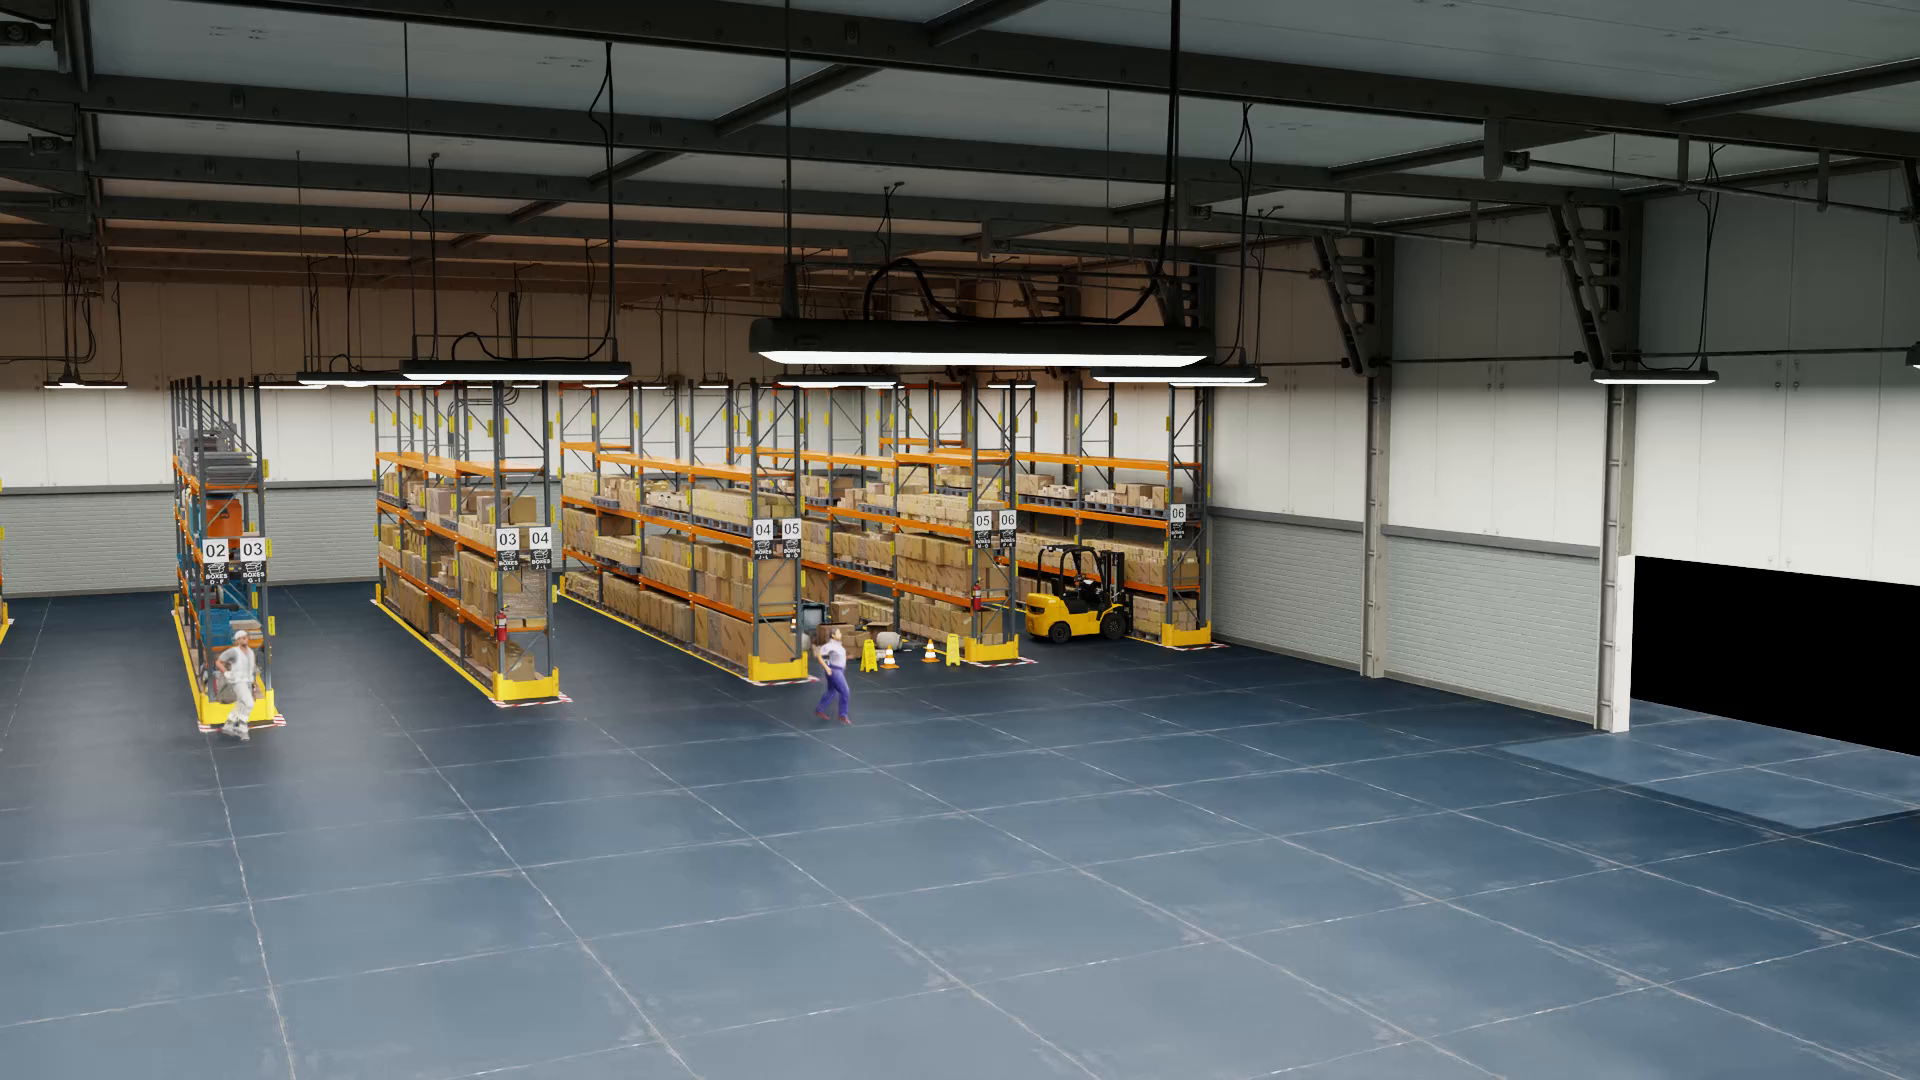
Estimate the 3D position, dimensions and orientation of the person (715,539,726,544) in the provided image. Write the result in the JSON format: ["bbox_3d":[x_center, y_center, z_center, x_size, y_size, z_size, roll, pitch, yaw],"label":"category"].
[{"bbox_3d":[-7.266,0.375,50.870,0.858,1.709,0.589,-1,5,-13],"label":"person"}]

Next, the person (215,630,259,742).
[{"bbox_3d":[-11.872,2.407,27.470,0.646,1.842,0.692,1,5,16],"label":"person"}]

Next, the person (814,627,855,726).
[{"bbox_3d":[-2.162,2.356,28.702,0.738,1.711,0.579,1,5,7],"label":"person"}]
